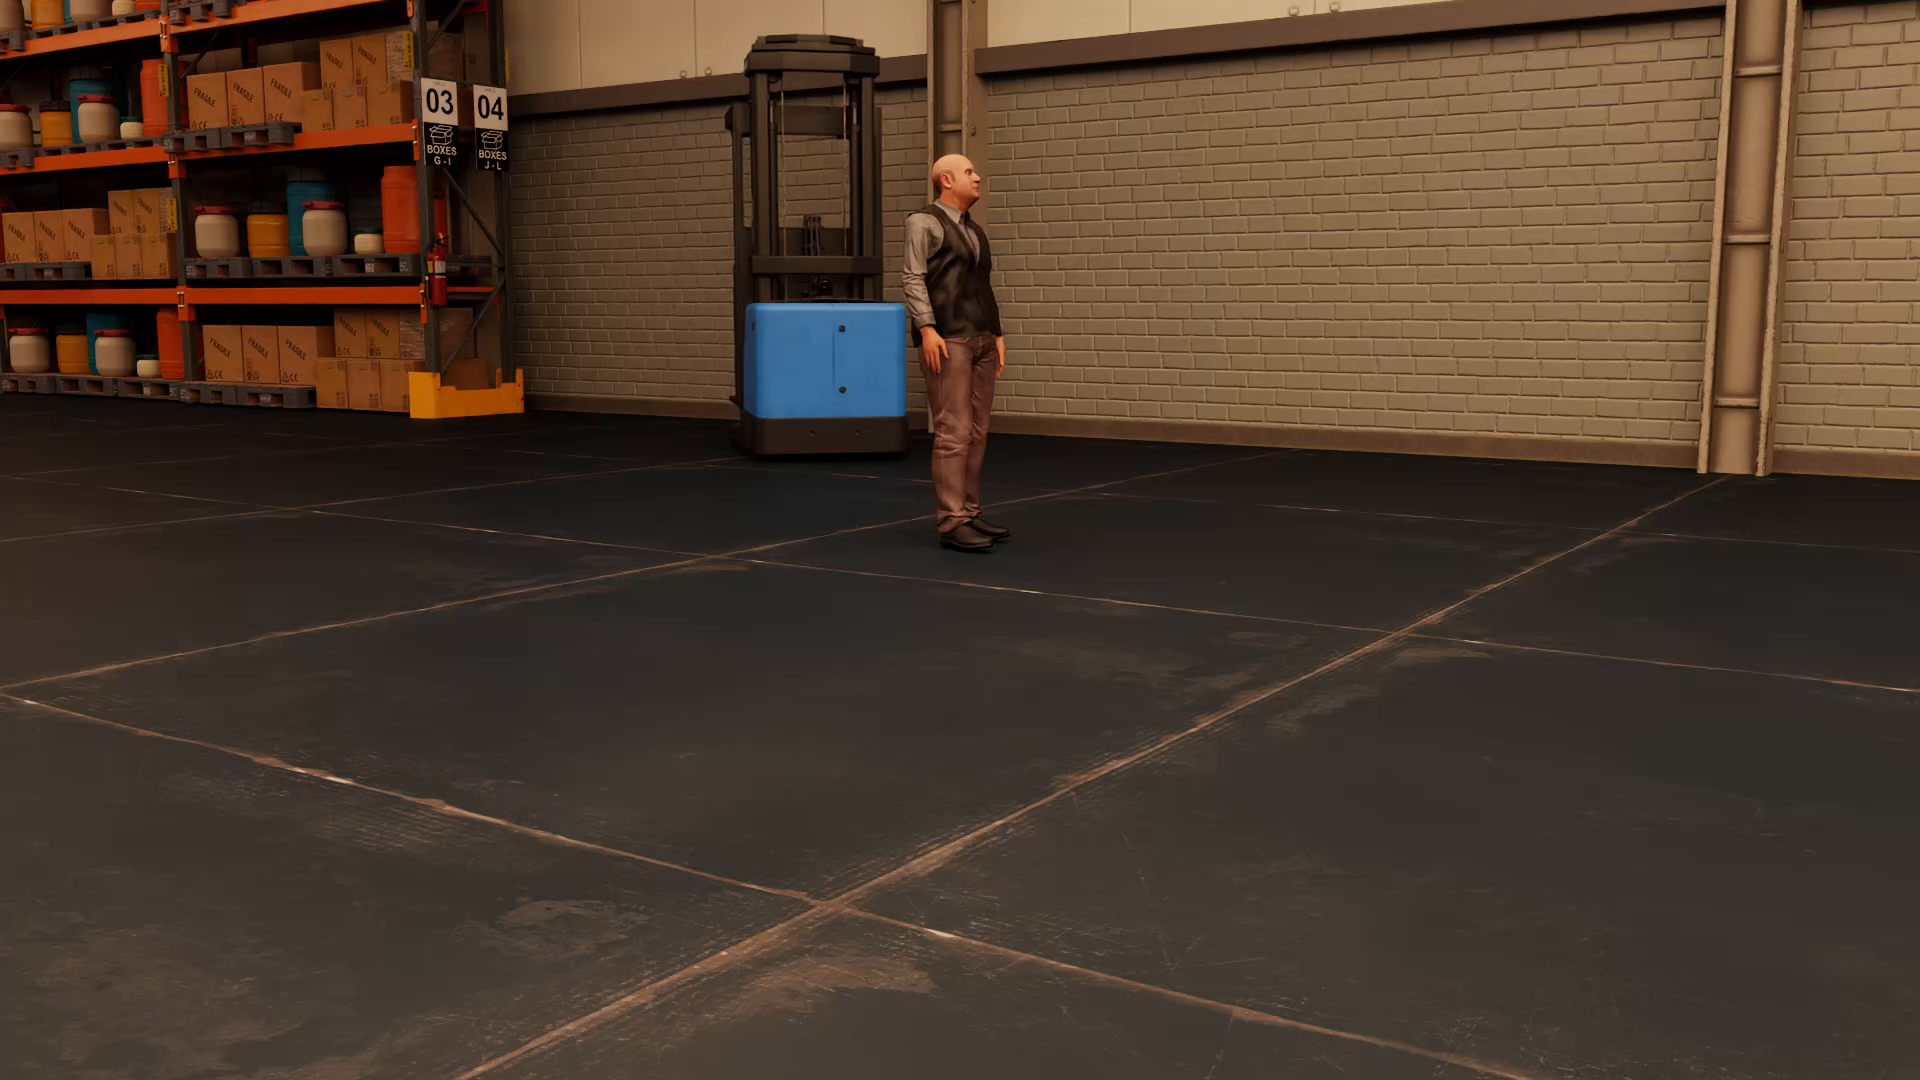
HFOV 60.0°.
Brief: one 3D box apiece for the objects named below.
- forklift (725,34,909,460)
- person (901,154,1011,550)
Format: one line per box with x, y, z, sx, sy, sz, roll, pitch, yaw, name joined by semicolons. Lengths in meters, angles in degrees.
-1.165;-2.172;12.465;1.130;2.935;3.031;-2;8;-12;forklift
0.048;-0.854;7.441;0.566;1.722;0.633;5;10;34;person
